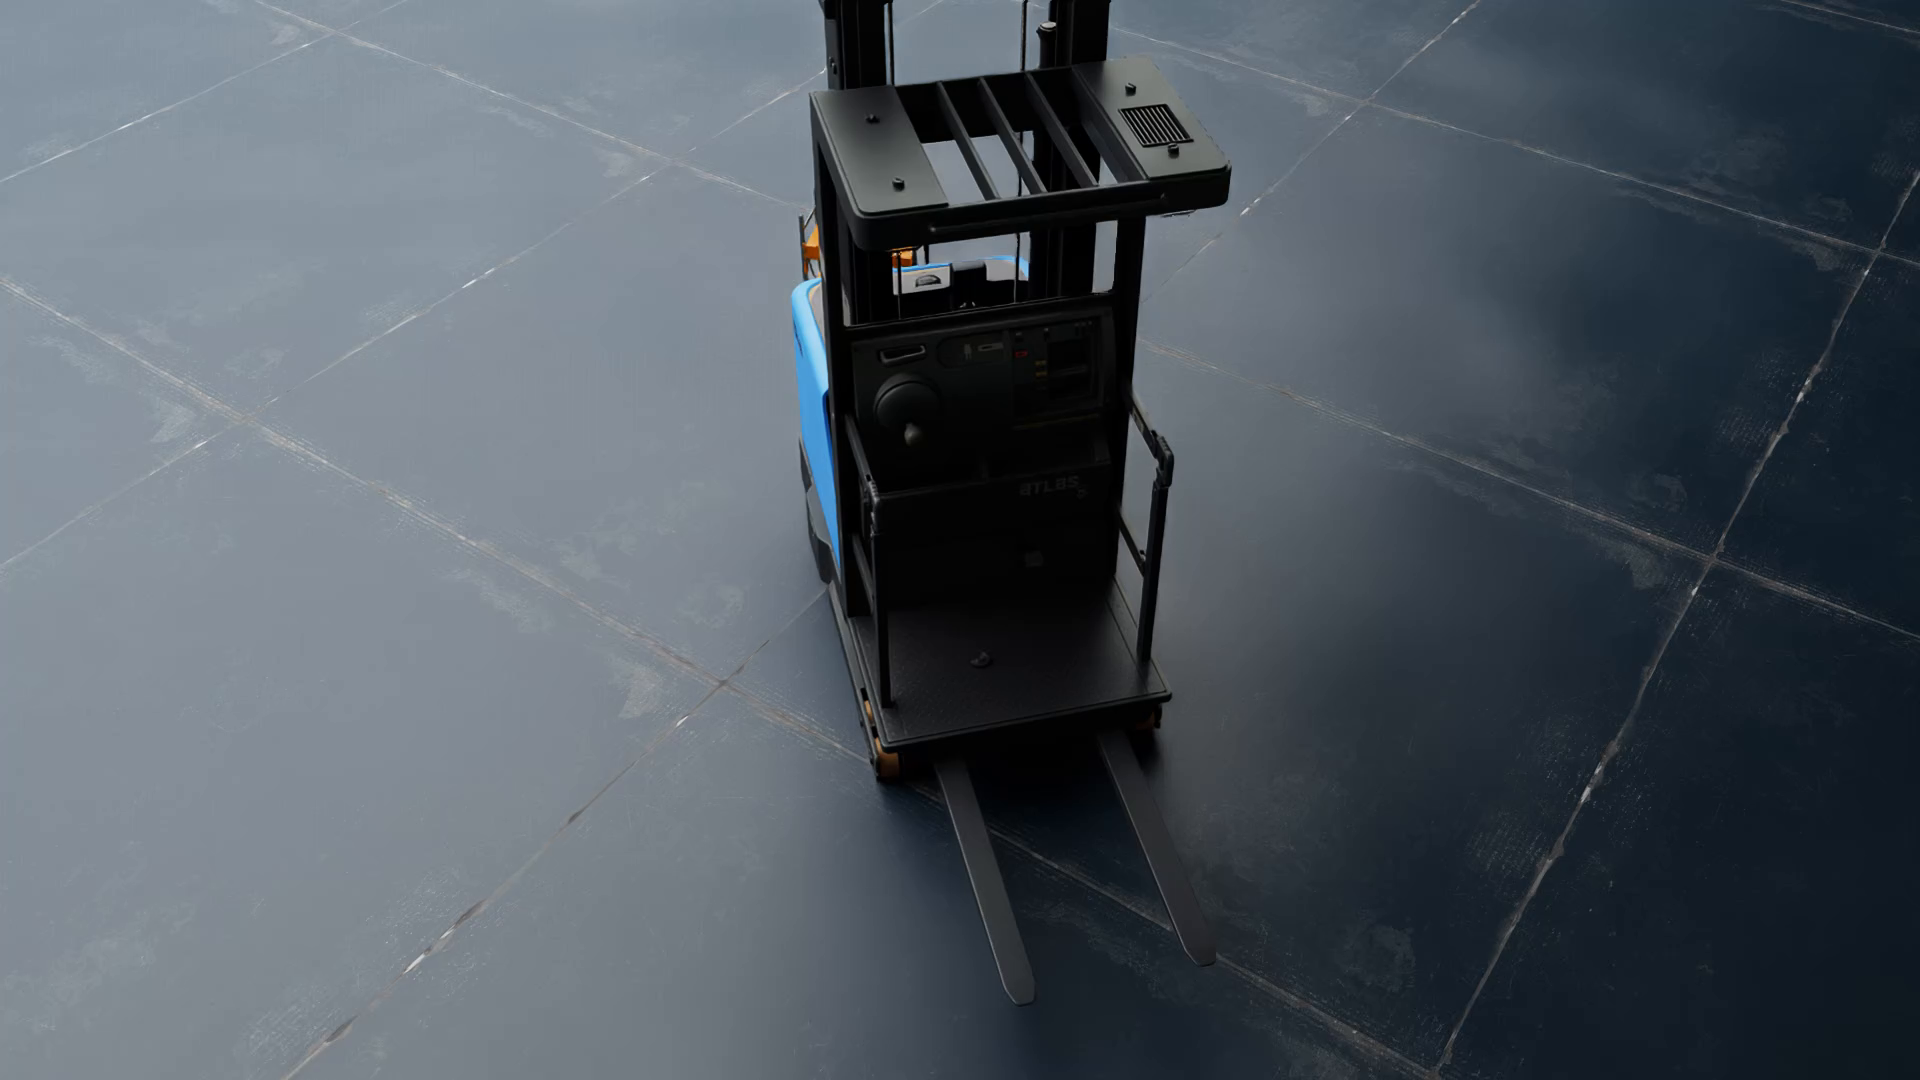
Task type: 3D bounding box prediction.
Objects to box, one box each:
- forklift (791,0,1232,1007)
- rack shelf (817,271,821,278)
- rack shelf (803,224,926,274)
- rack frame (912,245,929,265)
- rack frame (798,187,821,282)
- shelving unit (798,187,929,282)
[{"bbox_3d":[0.141,-0.483,5.592,1.130,2.935,3.031,-9,43,-10],"label":"forklift"},{"bbox_3d":[-0.406,-1.071,7.313,0.480,0.148,0.258,8,43,9],"label":"rack shelf"},{"bbox_3d":[-0.406,-1.248,7.155,0.480,0.148,0.258,8,43,9],"label":"rack shelf"},{"bbox_3d":[-0.168,-0.919,7.378,0.015,1.200,0.240,8,43,9],"label":"rack frame"},{"bbox_3d":[-0.645,-0.990,7.457,0.015,1.200,0.240,8,43,9],"label":"rack frame"},{"bbox_3d":[-0.406,-0.955,7.417,0.503,1.200,0.258,8,43,9],"label":"shelving unit"}]
